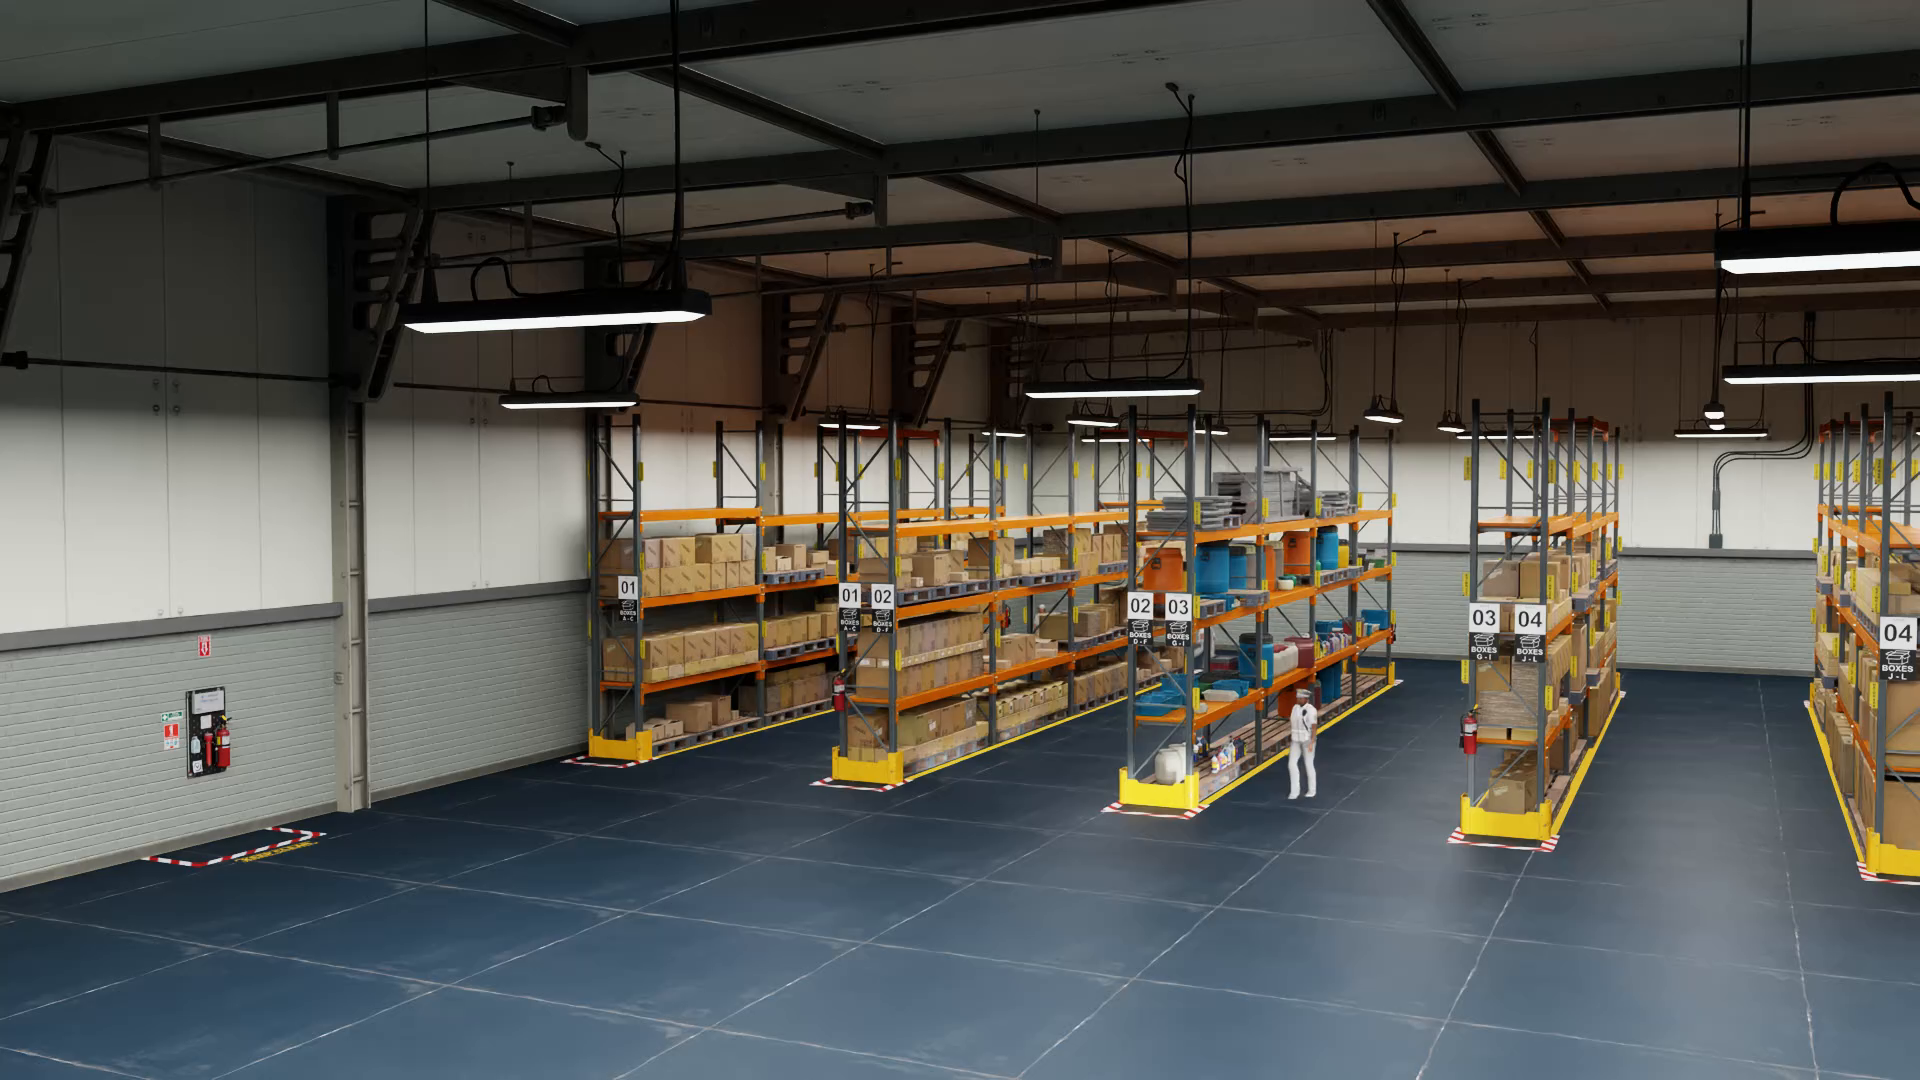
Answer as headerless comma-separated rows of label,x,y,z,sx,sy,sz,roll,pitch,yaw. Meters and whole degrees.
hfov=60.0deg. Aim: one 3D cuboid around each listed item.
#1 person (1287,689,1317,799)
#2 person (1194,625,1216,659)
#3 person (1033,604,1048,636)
person,5.268,3.139,25.508,0.502,1.734,0.515,2,3,45
person,6.207,2.372,42.259,0.771,1.766,0.635,2,3,38
person,2.212,2.446,42.946,0.641,1.585,0.756,2,3,35
